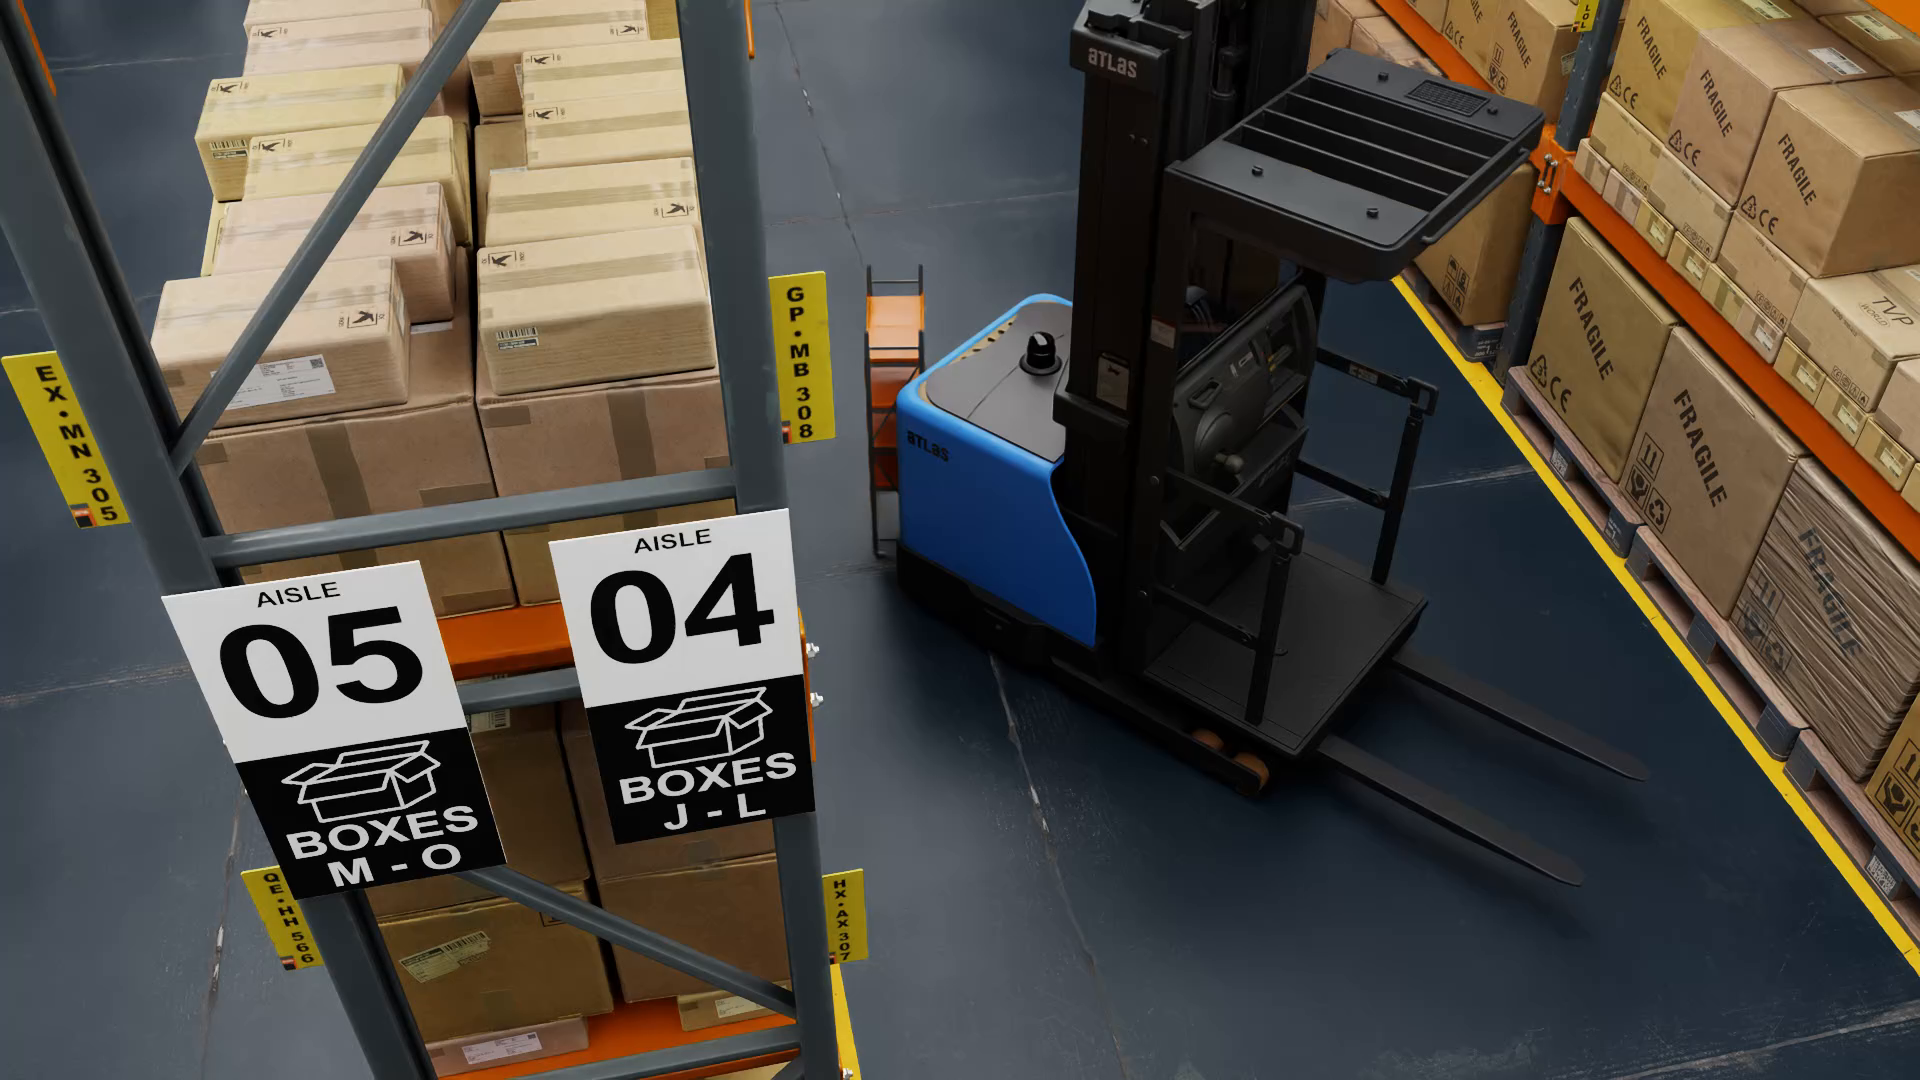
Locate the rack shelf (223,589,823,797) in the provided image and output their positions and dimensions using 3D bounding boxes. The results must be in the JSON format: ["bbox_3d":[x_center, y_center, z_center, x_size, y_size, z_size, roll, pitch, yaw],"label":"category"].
[{"bbox_3d":[-1.220,-0.910,4.580,1.077,0.370,4.000,-8,42,-9],"label":"rack shelf"}]

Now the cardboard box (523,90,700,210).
[{"bbox_3d":[-0.660,-0.760,3.305,0.380,0.149,0.250,-8,42,-9],"label":"cardboard box"}]

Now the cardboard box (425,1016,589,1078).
[{"bbox_3d":[-1.134,1.162,4.152,0.380,0.149,0.250,-8,42,-9],"label":"cardboard box"}]

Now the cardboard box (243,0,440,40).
[{"bbox_3d":[-1.392,-1.171,3.768,0.380,0.149,0.250,-7,42,-8],"label":"cardboard box"}]

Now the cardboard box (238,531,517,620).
[{"bbox_3d":[-1.144,-0.084,3.220,0.500,0.250,0.500,-9,42,-10],"label":"cardboard box"}]

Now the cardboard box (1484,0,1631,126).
[{"bbox_3d":[2.846,-2.301,7.789,0.500,0.500,0.500,-8,42,-9],"label":"cardboard box"}]

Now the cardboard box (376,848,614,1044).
[{"bbox_3d":[-1.136,0.836,4.031,0.500,0.500,0.500,-8,42,-8],"label":"cardboard box"}]

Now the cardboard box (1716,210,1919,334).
[{"bbox_3d":[3.279,-1.054,6.349,0.500,0.250,0.500,-7,42,-8],"label":"cardboard box"}]

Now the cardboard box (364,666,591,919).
[{"bbox_3d":[-1.130,0.455,3.707,0.500,0.500,0.500,-9,42,-10],"label":"cardboard box"}]

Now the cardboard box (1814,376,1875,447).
[{"bbox_3d":[3.349,-0.487,6.010,0.380,0.149,0.250,-8,42,-8],"label":"cardboard box"}]

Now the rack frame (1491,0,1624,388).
[{"bbox_3d":[3.214,-1.999,7.524,1.000,3.000,0.127,-8,42,-9],"label":"rack frame"}]

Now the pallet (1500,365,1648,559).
[{"bbox_3d":[3.301,-0.452,7.882,1.003,0.211,1.213,-8,42,-9],"label":"pallet"}]

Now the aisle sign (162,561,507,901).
[{"bbox_3d":[-1.065,0.357,2.912,0.394,0.787,0.004,-8,42,-9],"label":"aisle sign"}]

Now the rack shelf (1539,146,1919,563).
[{"bbox_3d":[3.645,-0.434,6.303,1.077,0.370,4.000,-8,42,-9],"label":"rack shelf"}]

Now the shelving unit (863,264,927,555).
[{"bbox_3d":[-0.271,-0.550,7.248,0.258,1.200,0.503,-1,42,-1],"label":"shelving unit"}]

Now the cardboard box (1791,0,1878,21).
[{"bbox_3d":[3.574,-2.075,6.934,0.500,0.500,0.500,-7,42,-8],"label":"cardboard box"}]

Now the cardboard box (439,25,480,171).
[{"bbox_3d":[-1.355,-0.940,3.808,0.500,0.250,0.500,-8,42,-9],"label":"cardboard box"}]

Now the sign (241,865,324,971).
[{"bbox_3d":[-1.334,0.754,3.312,0.100,0.325,0.005,-8,42,-9],"label":"sign"}]

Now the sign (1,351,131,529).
[{"bbox_3d":[-1.334,-0.148,2.512,0.100,0.325,0.005,-8,42,-9],"label":"sign"}]

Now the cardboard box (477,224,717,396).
[{"bbox_3d":[-0.635,-0.406,2.906,0.380,0.149,0.250,-9,42,-10],"label":"cardboard box"}]

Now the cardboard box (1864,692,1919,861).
[{"bbox_3d":[3.861,0.828,5.624,0.875,0.875,0.875,-8,42,-9],"label":"cardboard box"}]

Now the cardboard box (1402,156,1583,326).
[{"bbox_3d":[3.056,-1.774,8.554,1.225,0.875,0.875,-8,42,-9],"label":"cardboard box"}]

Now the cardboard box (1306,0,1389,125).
[{"bbox_3d":[2.664,-2.925,9.852,1.225,0.875,0.875,-8,42,-9],"label":"cardboard box"}]

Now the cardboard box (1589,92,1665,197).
[{"bbox_3d":[3.059,-1.712,7.090,0.500,0.250,0.500,-9,42,-10],"label":"cardboard box"}]

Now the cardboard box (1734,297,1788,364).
[{"bbox_3d":[3.233,-0.826,6.392,0.380,0.149,0.250,-8,42,-9],"label":"cardboard box"}]

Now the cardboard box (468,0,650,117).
[{"bbox_3d":[-0.871,-1.069,3.653,0.380,0.149,0.250,-7,42,-8],"label":"cardboard box"}]

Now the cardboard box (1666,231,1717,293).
[{"bbox_3d":[3.125,-1.155,6.762,0.380,0.149,0.250,-9,42,-10],"label":"cardboard box"}]

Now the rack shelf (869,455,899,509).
[{"bbox_3d":[-0.271,-0.351,7.424,0.258,0.148,0.480,-1,42,-1],"label":"rack shelf"}]

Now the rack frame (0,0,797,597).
[{"bbox_3d":[-0.788,-1.005,1.885,1.000,3.000,0.127,-8,42,-9],"label":"rack frame"}]

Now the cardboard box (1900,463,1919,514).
[{"bbox_3d":[3.457,-0.158,5.639,0.380,0.149,0.250,-9,42,-10],"label":"cardboard box"}]

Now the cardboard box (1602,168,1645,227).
[{"bbox_3d":[3.009,-1.496,7.146,0.380,0.149,0.250,-10,43,-11],"label":"cardboard box"}]

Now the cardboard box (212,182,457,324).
[{"bbox_3d":[-1.125,-0.507,3.020,0.380,0.149,0.250,-8,42,-9],"label":"cardboard box"}]

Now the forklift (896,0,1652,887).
[{"bbox_3d":[1.197,-0.514,5.903,3.031,2.935,1.130,28,49,28],"label":"forklift"}]

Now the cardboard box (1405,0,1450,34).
[{"bbox_3d":[2.626,-2.960,8.532,0.500,0.500,0.500,-9,42,-10],"label":"cardboard box"}]

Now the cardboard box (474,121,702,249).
[{"bbox_3d":[-0.742,-0.674,3.508,0.500,0.250,0.500,-9,42,-10],"label":"cardboard box"}]

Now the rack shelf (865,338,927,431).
[{"bbox_3d":[-0.271,-0.667,7.144,0.258,0.148,0.480,-1,42,-1],"label":"rack shelf"}]

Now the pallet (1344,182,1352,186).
[{"bbox_3d":[2.707,-2.238,9.894,1.003,0.211,1.213,-8,42,-9],"label":"pallet"}]

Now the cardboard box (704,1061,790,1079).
[{"bbox_3d":[-0.569,1.537,4.924,0.380,0.149,0.250,-10,43,-11],"label":"cardboard box"}]

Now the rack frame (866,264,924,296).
[{"bbox_3d":[-0.276,-0.712,7.430,0.240,1.200,0.015,-1,42,-1],"label":"rack frame"}]

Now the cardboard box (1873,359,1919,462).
[{"bbox_3d":[3.494,-0.396,5.608,0.500,0.250,0.500,-10,43,-11],"label":"cardboard box"}]

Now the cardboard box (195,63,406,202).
[{"bbox_3d":[-1.323,-0.832,3.386,0.380,0.149,0.250,-8,42,-9],"label":"cardboard box"}]

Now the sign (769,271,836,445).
[{"bbox_3d":[-0.258,-0.288,2.678,0.100,0.325,0.005,-8,42,-9],"label":"sign"}]

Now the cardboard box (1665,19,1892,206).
[{"bbox_3d":[3.166,-1.667,6.475,0.500,0.500,0.500,-8,42,-9],"label":"cardboard box"}]

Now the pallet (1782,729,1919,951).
[{"bbox_3d":[3.828,1.129,6.100,1.003,0.211,1.213,-8,42,-9],"label":"pallet"}]

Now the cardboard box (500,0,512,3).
[{"bbox_3d":[-0.942,-1.417,4.045,0.380,0.149,0.250,-7,42,-8],"label":"cardboard box"}]

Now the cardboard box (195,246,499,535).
[{"bbox_3d":[-1.136,-0.276,3.060,0.500,0.250,0.500,-10,42,-11],"label":"cardboard box"}]

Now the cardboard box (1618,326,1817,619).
[{"bbox_3d":[3.472,-0.339,6.938,0.875,0.875,0.875,-8,42,-9],"label":"cardboard box"}]
